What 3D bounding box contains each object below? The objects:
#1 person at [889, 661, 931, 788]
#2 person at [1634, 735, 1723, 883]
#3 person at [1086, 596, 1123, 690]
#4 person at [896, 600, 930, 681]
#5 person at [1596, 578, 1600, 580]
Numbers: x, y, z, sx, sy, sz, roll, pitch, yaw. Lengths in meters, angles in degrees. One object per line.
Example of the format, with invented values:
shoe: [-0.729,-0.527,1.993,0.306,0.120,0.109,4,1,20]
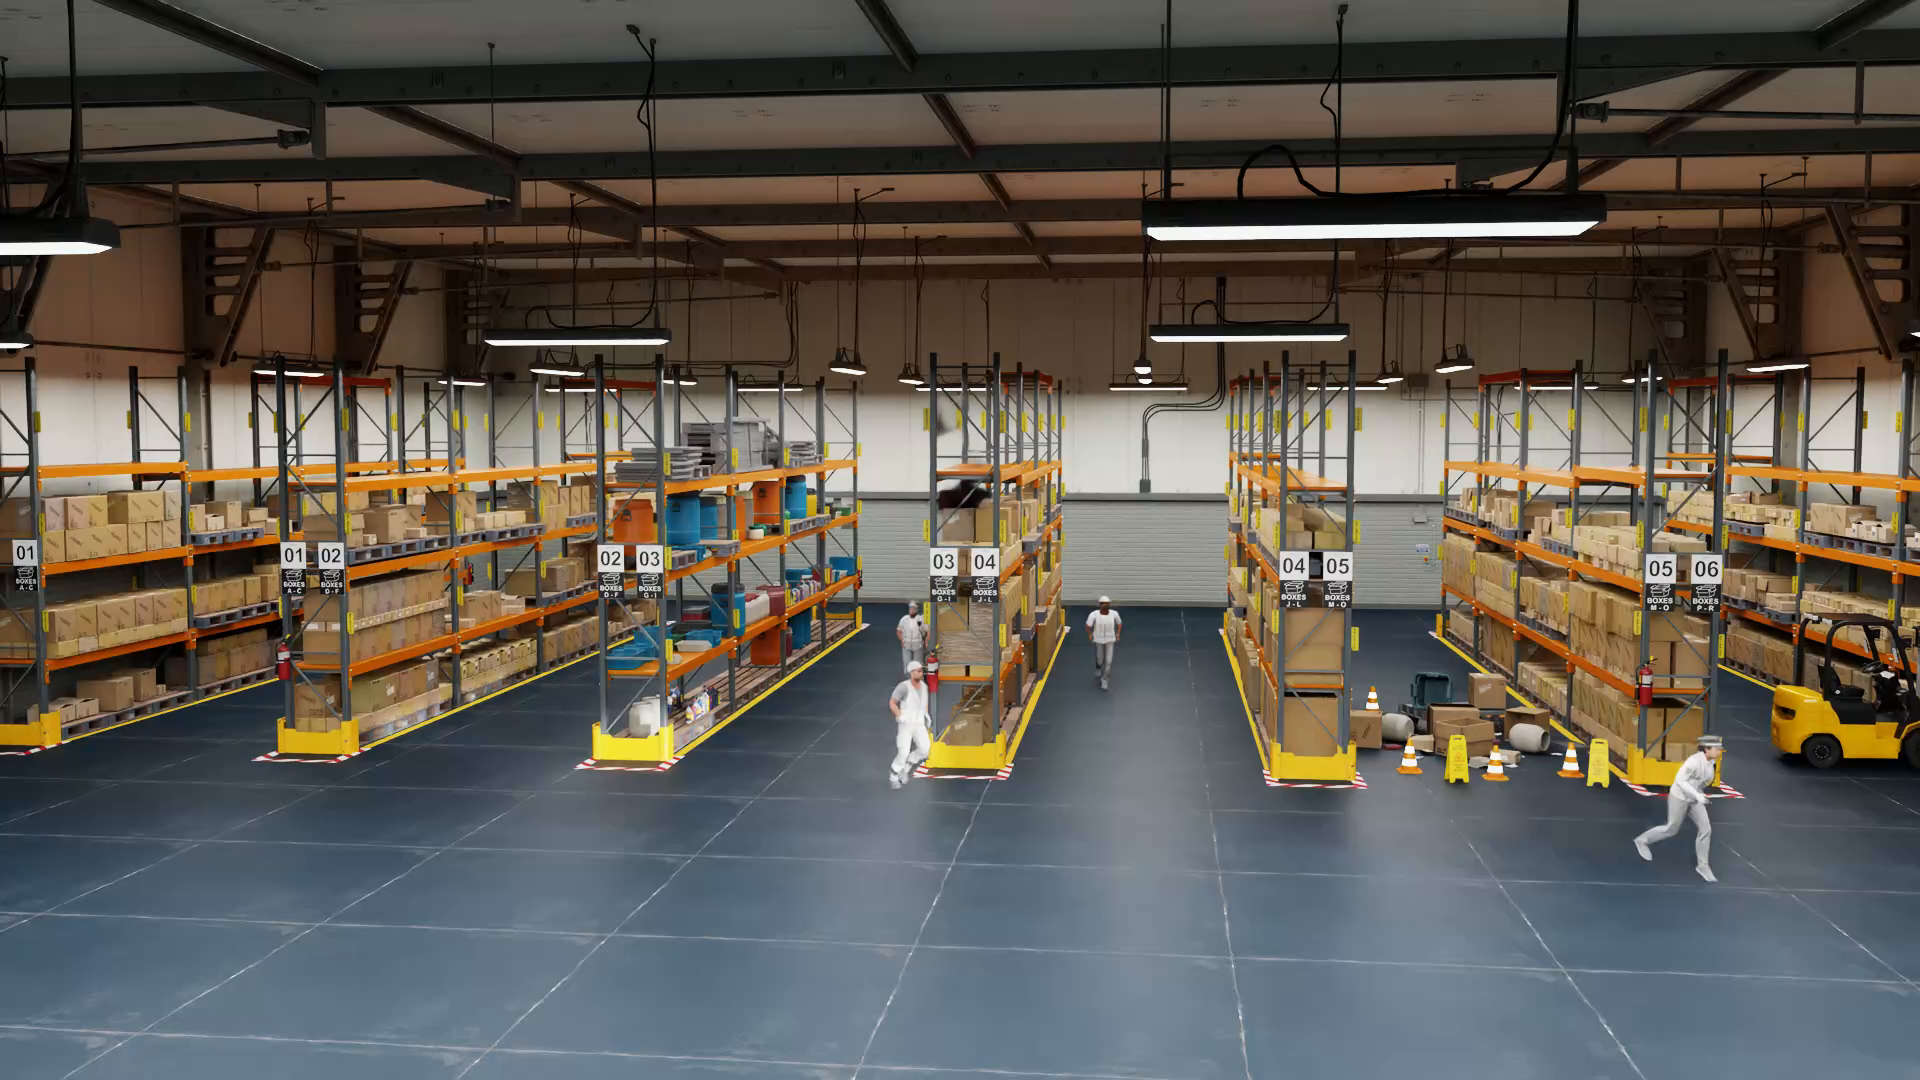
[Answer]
person: [-0.625,2.526,22.794,0.718,1.723,0.533,-3,5,-36]
person: [8.007,2.921,18.461,0.654,1.626,0.930,-4,5,-42]
person: [2.733,1.924,31.476,0.711,1.748,0.738,0,4,-1]
person: [-0.857,1.978,30.673,0.663,1.741,0.578,1,4,9]
person: [13.679,1.613,35.641,0.692,1.761,0.957,-1,4,-10]
